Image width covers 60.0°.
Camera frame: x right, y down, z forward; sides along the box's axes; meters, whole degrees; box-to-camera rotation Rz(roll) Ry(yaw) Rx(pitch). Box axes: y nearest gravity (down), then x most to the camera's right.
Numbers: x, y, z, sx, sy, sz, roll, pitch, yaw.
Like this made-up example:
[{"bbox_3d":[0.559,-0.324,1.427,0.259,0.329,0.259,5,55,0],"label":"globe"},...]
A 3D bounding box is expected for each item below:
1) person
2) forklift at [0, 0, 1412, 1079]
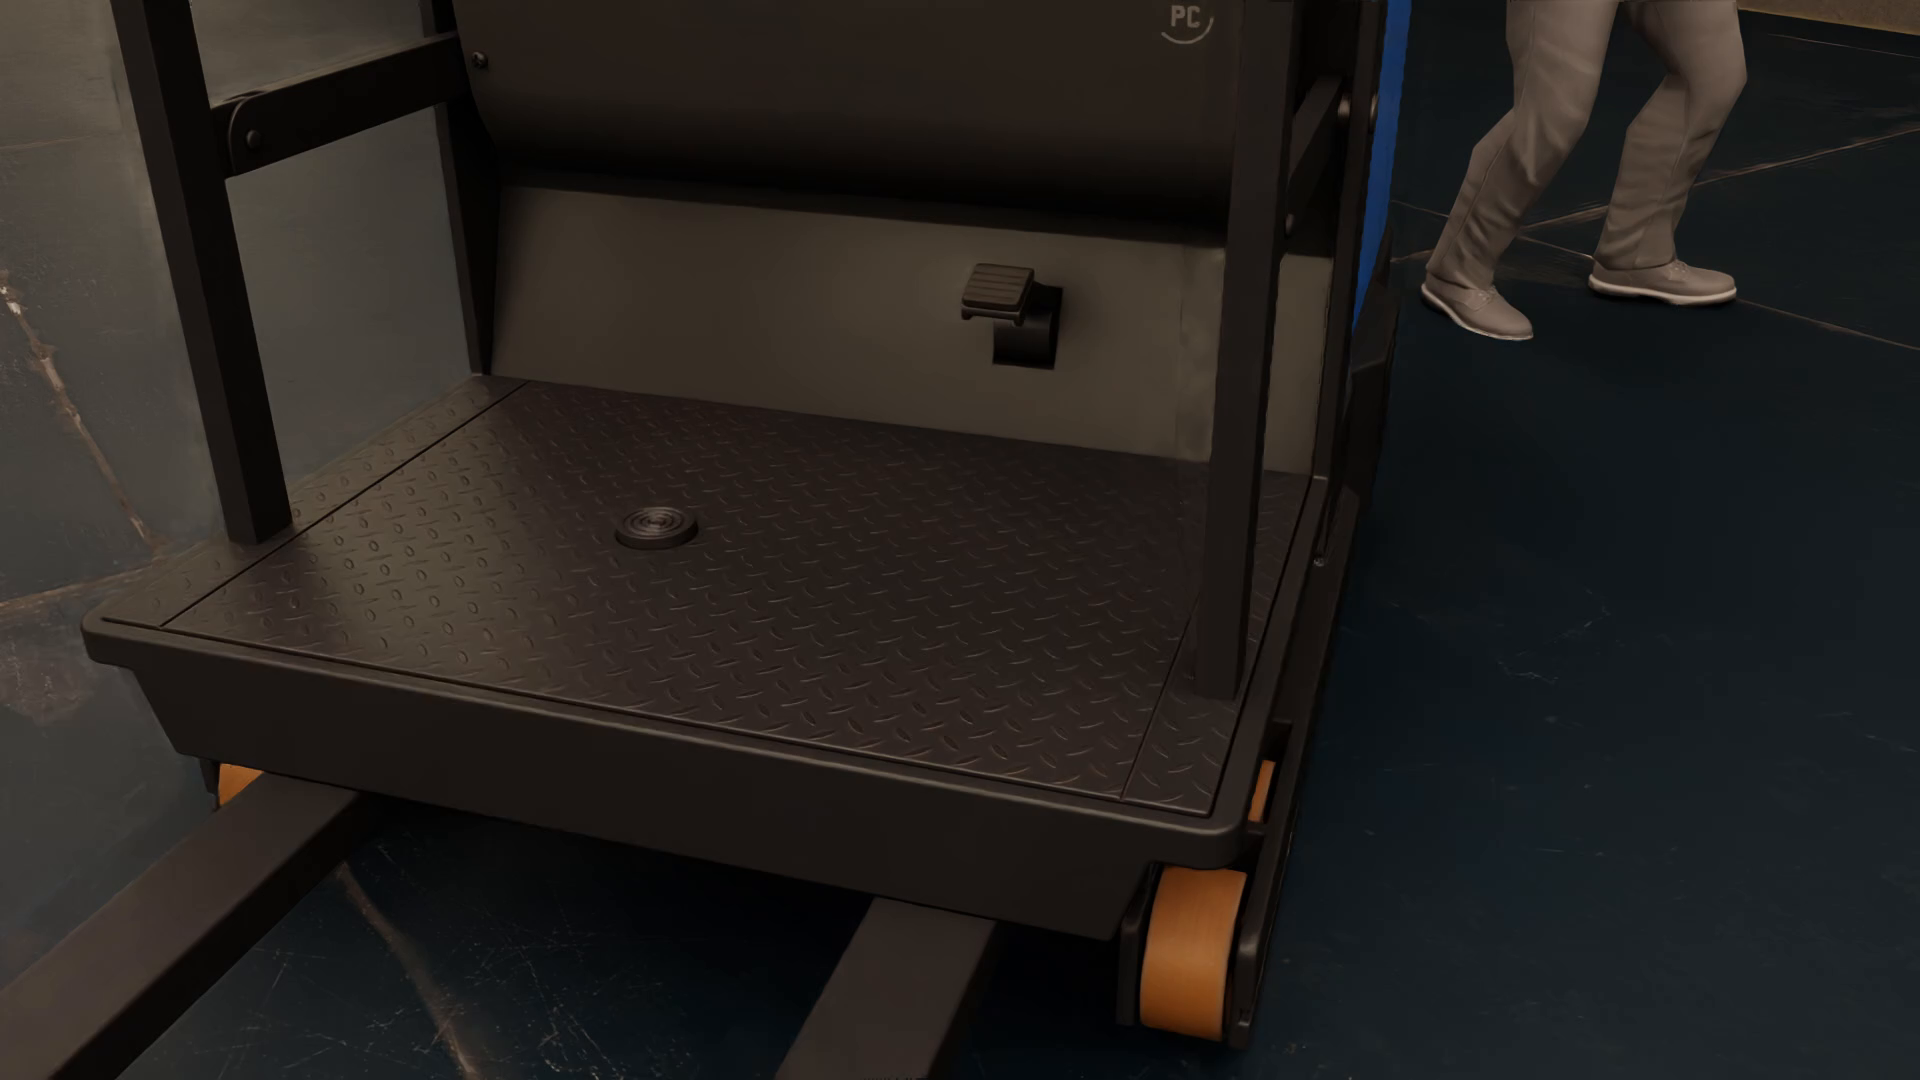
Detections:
[{"bbox_3d":[1.219,-1.178,3.066,0.796,1.631,0.424,-15,30,-27],"label":"person"},{"bbox_3d":[-0.169,-1.042,1.309,1.130,2.935,3.031,8,28,15],"label":"forklift"}]
